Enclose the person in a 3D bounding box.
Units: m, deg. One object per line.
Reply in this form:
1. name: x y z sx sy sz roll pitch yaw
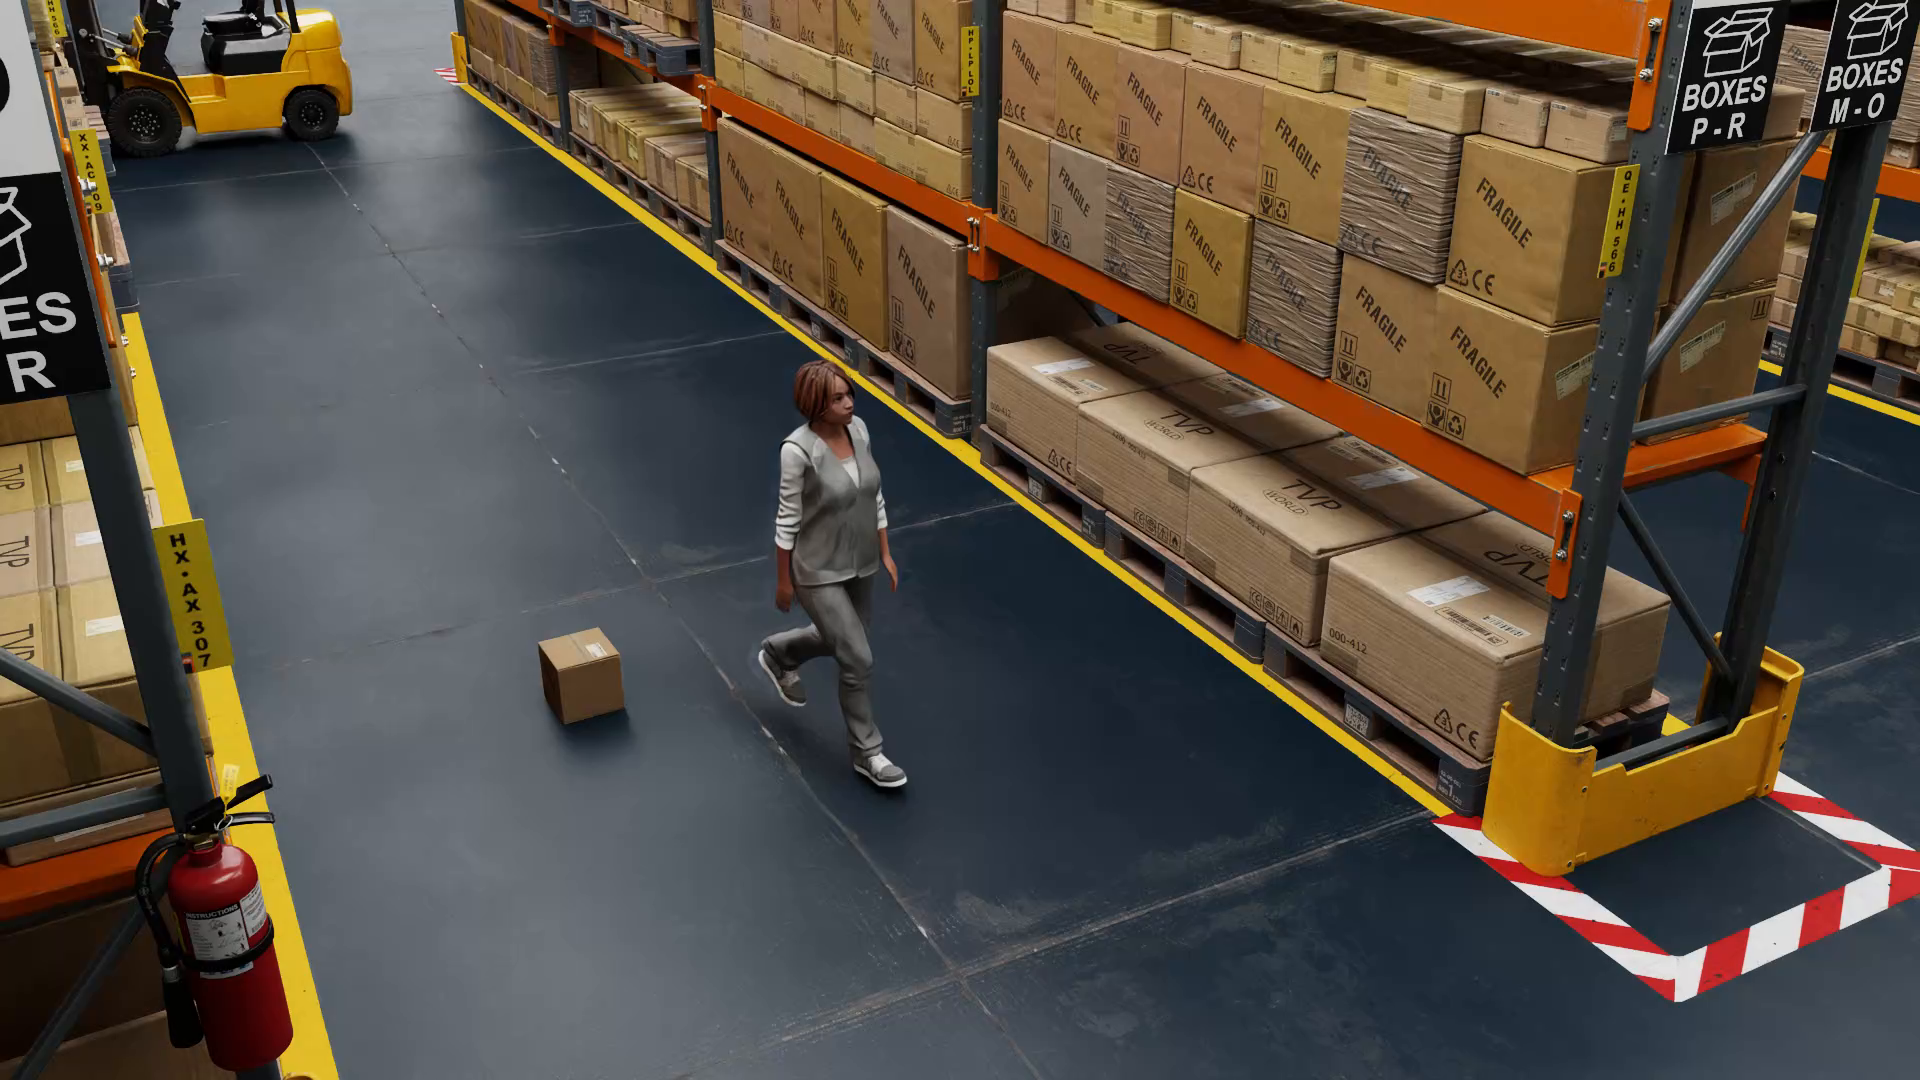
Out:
1. person: -0.482 0.081 5.957 0.833 1.545 0.428 21 33 36
